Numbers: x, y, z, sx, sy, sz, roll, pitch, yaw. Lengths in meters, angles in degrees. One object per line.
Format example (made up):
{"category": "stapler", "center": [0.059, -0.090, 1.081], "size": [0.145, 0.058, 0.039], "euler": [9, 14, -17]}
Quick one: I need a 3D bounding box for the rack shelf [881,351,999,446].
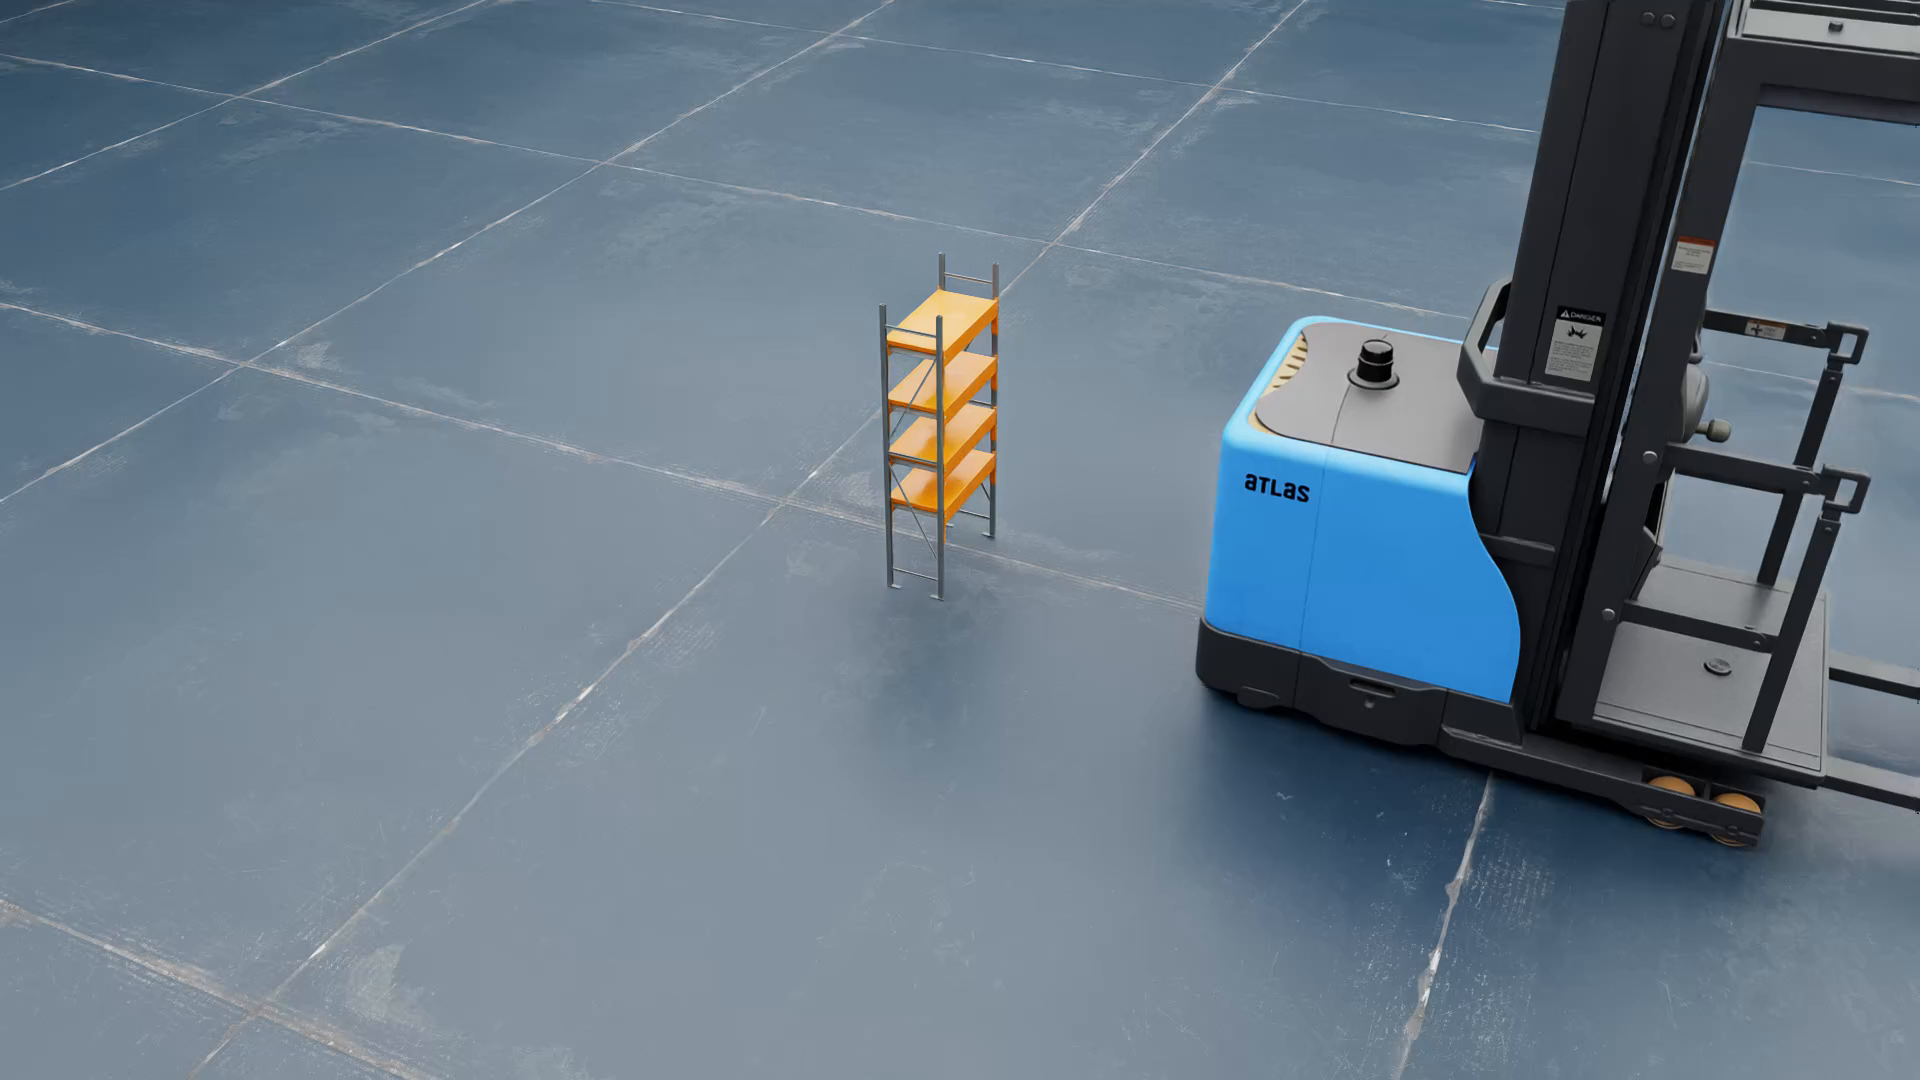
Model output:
{"category": "rack shelf", "center": [-0.069, -0.550, 6.210], "size": [0.258, 0.148, 0.480], "euler": [14, 36, 20]}

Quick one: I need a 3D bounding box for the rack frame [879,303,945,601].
{"category": "rack frame", "center": [-0.171, -0.298, 6.110], "size": [0.240, 1.200, 0.015], "euler": [14, 36, 20]}

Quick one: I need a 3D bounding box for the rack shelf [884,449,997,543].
{"category": "rack shelf", "center": [-0.069, -0.197, 6.441], "size": [0.258, 0.148, 0.480], "euler": [14, 36, 20]}

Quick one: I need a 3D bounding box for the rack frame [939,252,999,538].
{"category": "rack frame", "center": [0.033, -0.541, 6.481], "size": [0.240, 1.200, 0.015], "euler": [14, 36, 20]}

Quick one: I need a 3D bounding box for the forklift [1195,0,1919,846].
{"category": "forklift", "center": [2.398, -0.589, 4.975], "size": [3.031, 2.935, 1.130], "euler": [14, 36, 20]}

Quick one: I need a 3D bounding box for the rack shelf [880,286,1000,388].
{"category": "rack shelf", "center": [-0.069, -0.748, 6.080], "size": [0.258, 0.148, 0.480], "euler": [14, 36, 20]}

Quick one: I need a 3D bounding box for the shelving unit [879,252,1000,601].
{"category": "shelving unit", "center": [-0.069, -0.419, 6.295], "size": [0.258, 1.200, 0.503], "euler": [14, 36, 20]}

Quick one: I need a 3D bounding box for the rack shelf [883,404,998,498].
{"category": "rack shelf", "center": [-0.069, -0.363, 6.332], "size": [0.258, 0.148, 0.480], "euler": [14, 36, 20]}
